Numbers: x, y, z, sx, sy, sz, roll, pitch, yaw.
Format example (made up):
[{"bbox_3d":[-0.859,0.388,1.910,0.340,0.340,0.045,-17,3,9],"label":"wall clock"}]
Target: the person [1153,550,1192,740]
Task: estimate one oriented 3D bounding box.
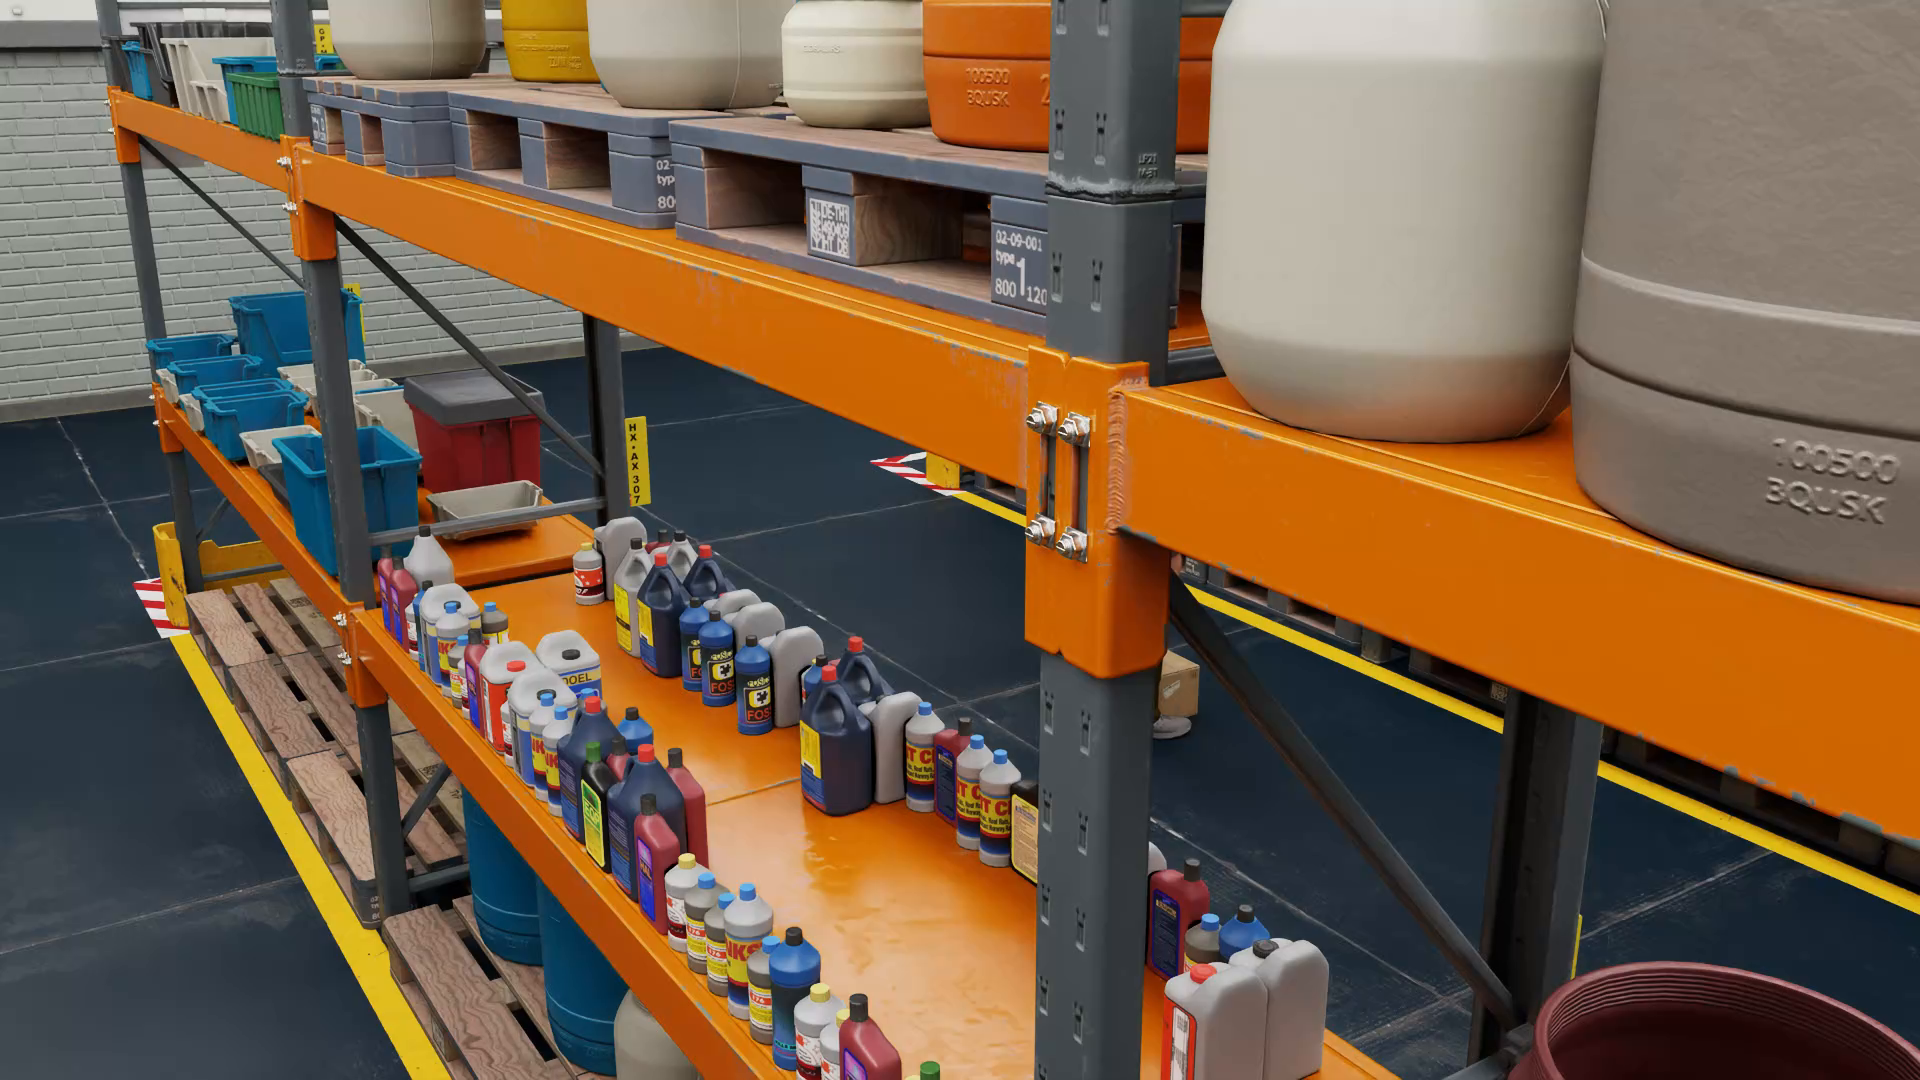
[{"bbox_3d":[0.751,0.014,7.536,0.415,1.774,0.654,-12,21,-33],"label":"person"}]
